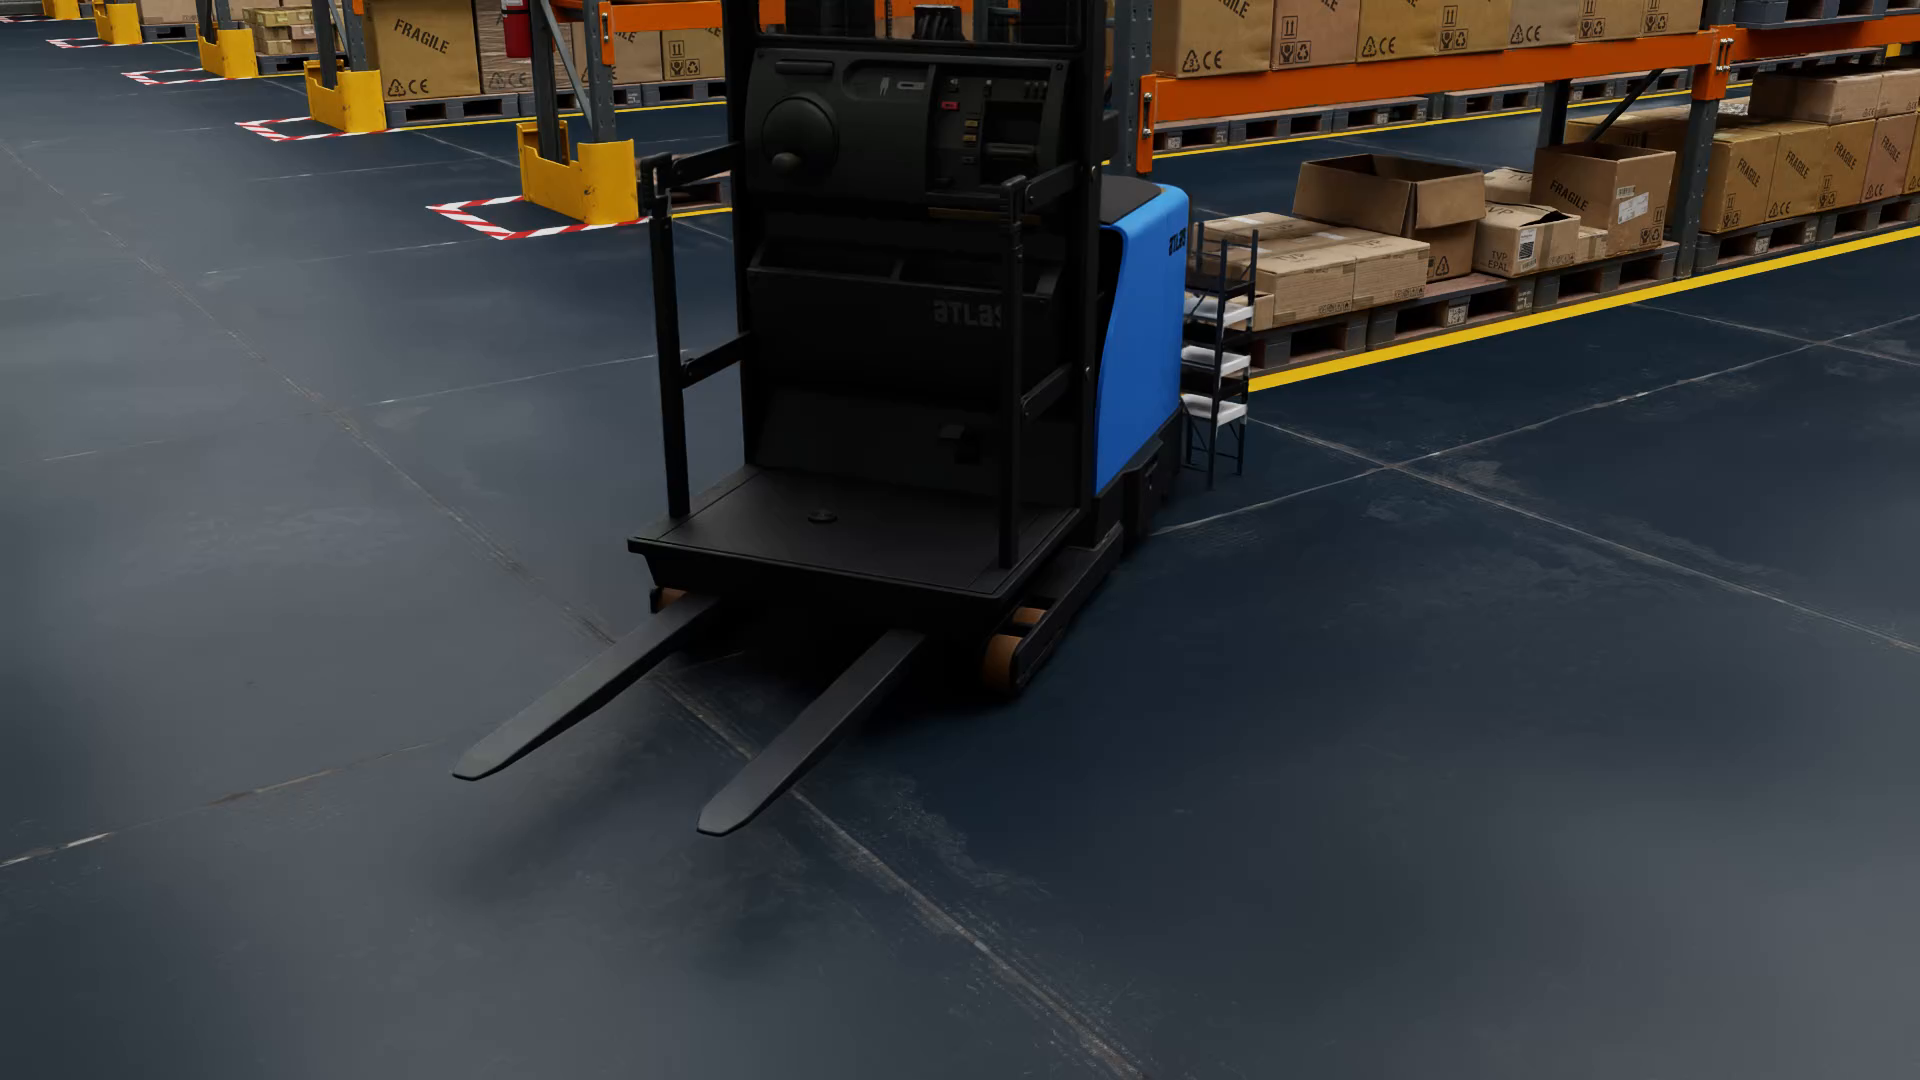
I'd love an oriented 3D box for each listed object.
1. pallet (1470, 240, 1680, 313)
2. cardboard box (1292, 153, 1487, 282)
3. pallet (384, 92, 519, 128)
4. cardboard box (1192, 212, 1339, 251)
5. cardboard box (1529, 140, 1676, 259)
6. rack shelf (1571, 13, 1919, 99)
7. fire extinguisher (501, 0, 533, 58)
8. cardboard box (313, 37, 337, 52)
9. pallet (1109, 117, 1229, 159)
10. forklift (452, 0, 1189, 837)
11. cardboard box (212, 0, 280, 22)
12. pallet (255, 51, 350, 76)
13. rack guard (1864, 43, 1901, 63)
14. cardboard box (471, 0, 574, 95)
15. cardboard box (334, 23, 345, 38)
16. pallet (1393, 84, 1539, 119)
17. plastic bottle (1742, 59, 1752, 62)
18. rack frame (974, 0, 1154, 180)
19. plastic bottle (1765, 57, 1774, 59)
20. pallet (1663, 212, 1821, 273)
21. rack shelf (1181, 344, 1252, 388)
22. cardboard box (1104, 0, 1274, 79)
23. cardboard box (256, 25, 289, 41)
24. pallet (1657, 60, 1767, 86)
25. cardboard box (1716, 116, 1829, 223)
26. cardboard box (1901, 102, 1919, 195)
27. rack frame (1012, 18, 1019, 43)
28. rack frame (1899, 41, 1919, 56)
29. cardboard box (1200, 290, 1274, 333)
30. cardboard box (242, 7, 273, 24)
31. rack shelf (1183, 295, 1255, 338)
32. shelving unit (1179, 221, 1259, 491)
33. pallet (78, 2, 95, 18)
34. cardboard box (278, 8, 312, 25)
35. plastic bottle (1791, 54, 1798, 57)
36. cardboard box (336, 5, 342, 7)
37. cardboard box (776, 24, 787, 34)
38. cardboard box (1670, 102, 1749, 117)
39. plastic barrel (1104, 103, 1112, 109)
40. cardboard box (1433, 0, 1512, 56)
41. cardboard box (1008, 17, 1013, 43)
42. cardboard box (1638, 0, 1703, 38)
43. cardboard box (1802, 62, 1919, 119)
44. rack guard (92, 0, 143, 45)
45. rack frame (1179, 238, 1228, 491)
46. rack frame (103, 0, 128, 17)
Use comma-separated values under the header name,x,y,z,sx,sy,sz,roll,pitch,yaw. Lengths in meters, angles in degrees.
name,x,y,z,sx,sy,sz,roll,pitch,yaw
pallet,3.085,-1.513,8.997,1.213,0.211,1.003,-15,26,-33
cardboard box,2.121,-1.593,8.211,0.637,0.503,0.797,-15,26,-33
pallet,-4.783,-3.973,15.163,1.213,0.211,1.003,-15,26,-33
cardboard box,1.482,-1.406,8.084,0.500,0.250,0.500,-15,26,-33
cardboard box,3.346,-1.791,8.711,0.500,0.500,0.500,-15,26,-33
rack shelf,5.266,-3.055,10.071,4.000,0.370,1.077,-15,26,-33
fire extinguisher,-2.882,-3.477,10.763,0.183,0.674,0.296,-15,26,-33
cardboard box,-7.227,-5.611,18.785,0.250,0.149,0.380,-15,26,-32
pallet,1.404,-3.307,13.493,1.213,0.211,1.003,-15,26,-33
forklift,-0.235,-1.120,4.343,1.130,2.935,3.031,8,23,20
cardboard box,-9.959,-7.432,22.958,0.875,0.438,0.875,-14,26,-31
pallet,-7.459,-5.472,18.920,1.213,0.211,1.003,-15,26,-33
rack guard,10.460,-5.853,19.485,0.348,0.500,1.175,-15,26,-33
cardboard box,-4.175,-4.640,15.370,0.875,0.875,0.875,-15,26,-33
cardboard box,-6.952,-5.776,18.796,0.250,0.149,0.380,-14,26,-31
pallet,4.651,-4.174,15.666,1.213,0.211,1.003,-15,26,-33
plastic bottle,8.298,-5.244,17.565,0.185,0.351,0.144,-16,27,-35
rack frame,0.396,-2.091,6.683,0.127,3.000,1.000,-15,26,-33
plastic bottle,8.643,-5.336,17.796,0.185,0.351,0.144,-15,26,-33
pallet,4.281,-1.849,9.839,1.213,0.211,1.003,-15,26,-33
rack shelf,0.874,-0.621,5.923,0.258,0.077,0.200,17,27,36
cardboard box,0.910,-2.154,6.706,0.500,0.500,0.500,-14,26,-32
cardboard box,-7.626,-5.631,18.434,0.250,0.149,0.380,-14,26,-31
pallet,7.816,-5.017,17.778,1.213,0.211,1.003,-15,26,-33
cardboard box,4.604,-2.150,9.610,0.500,0.500,0.500,-14,26,-32
cardboard box,5.847,-2.481,10.439,0.500,0.500,0.500,-16,27,-35
rack frame,0.753,-4.448,12.589,0.127,3.000,1.000,-15,26,-33
rack frame,6.890,-3.822,11.022,0.127,3.000,1.000,-15,26,-33
cardboard box,1.139,-1.021,7.230,0.250,0.166,0.380,-15,26,-33
cardboard box,-7.920,-5.924,18.766,0.250,0.149,0.380,-15,26,-32
rack shelf,0.874,-0.788,5.856,0.258,0.077,0.200,17,27,36
shelving unit,0.874,-0.652,5.911,0.258,0.900,0.210,17,27,36
pallet,-13.368,-8.440,26.356,1.213,0.211,1.003,-15,26,-33
cardboard box,-7.424,-5.840,18.556,0.250,0.149,0.380,-14,26,-32
plastic bottle,9.039,-5.409,18.078,0.135,0.276,0.152,-15,26,-32
cardboard box,-7.299,-6.092,19.188,0.250,0.149,0.380,-16,27,-35
cardboard box,-1.632,-5.290,17.001,0.875,0.875,1.225,-15,26,-33
cardboard box,4.689,-2.406,10.251,0.500,0.500,0.500,-15,26,-32
plastic barrel,1.205,-3.781,13.182,0.708,0.901,0.600,-15,26,-33
cardboard box,2.142,-2.483,7.530,0.500,0.500,0.500,-15,26,-32
cardboard box,0.535,-5.869,18.450,0.875,0.875,1.225,-16,27,-35
cardboard box,3.387,-2.818,8.369,0.500,0.500,0.500,-14,26,-32
cardboard box,5.396,-2.705,9.989,0.500,0.250,0.500,-16,26,-34
rack guard,-11.194,-6.887,22.075,0.348,0.500,1.175,-15,26,-33
rack frame,0.809,-0.623,5.838,0.240,0.900,0.006,17,27,36
rack frame,-11.174,-8.053,21.625,0.127,3.000,1.000,-15,26,-33
